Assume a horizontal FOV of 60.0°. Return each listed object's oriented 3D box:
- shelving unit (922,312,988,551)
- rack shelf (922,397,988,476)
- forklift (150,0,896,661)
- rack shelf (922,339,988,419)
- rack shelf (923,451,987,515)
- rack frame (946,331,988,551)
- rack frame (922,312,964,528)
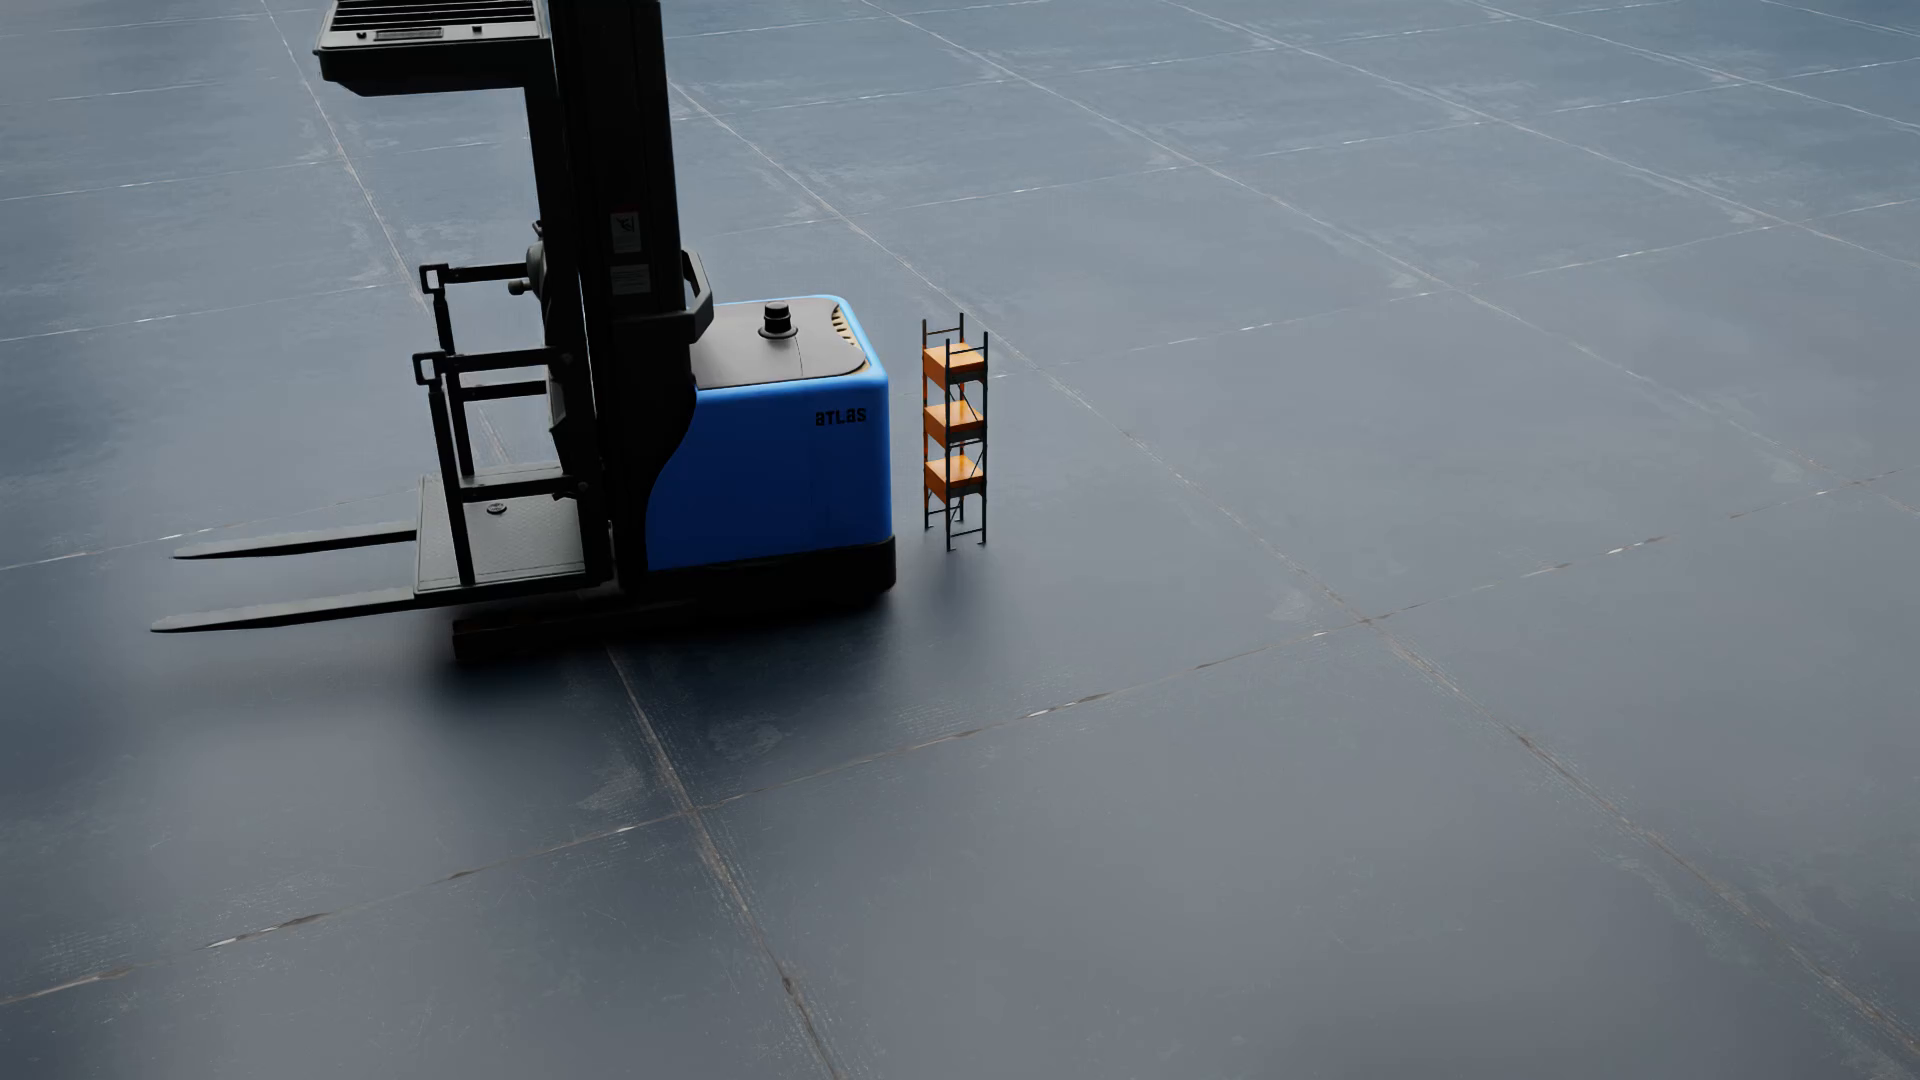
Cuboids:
[{"bbox_3d":[-0.023,-0.482,7.535,0.215,1.050,0.252,-13,32,-22],"label":"shelving unit"},{"bbox_3d":[-0.023,-0.472,7.541,0.215,0.259,0.240,-13,32,-22],"label":"rack shelf"},{"bbox_3d":[-1.854,-1.064,6.650,3.031,2.935,1.130,-7,30,-13],"label":"forklift"},{"bbox_3d":[-0.023,-0.720,7.402,0.215,0.259,0.240,-13,32,-22],"label":"rack shelf"},{"bbox_3d":[-0.023,-0.230,7.676,0.215,0.259,0.240,-13,32,-22],"label":"rack shelf"},{"bbox_3d":[0.029,-0.428,7.439,0.200,1.050,0.008,-13,32,-22],"label":"rack frame"},{"bbox_3d":[-0.075,-0.535,7.631,0.200,1.050,0.008,-13,32,-22],"label":"rack frame"}]
